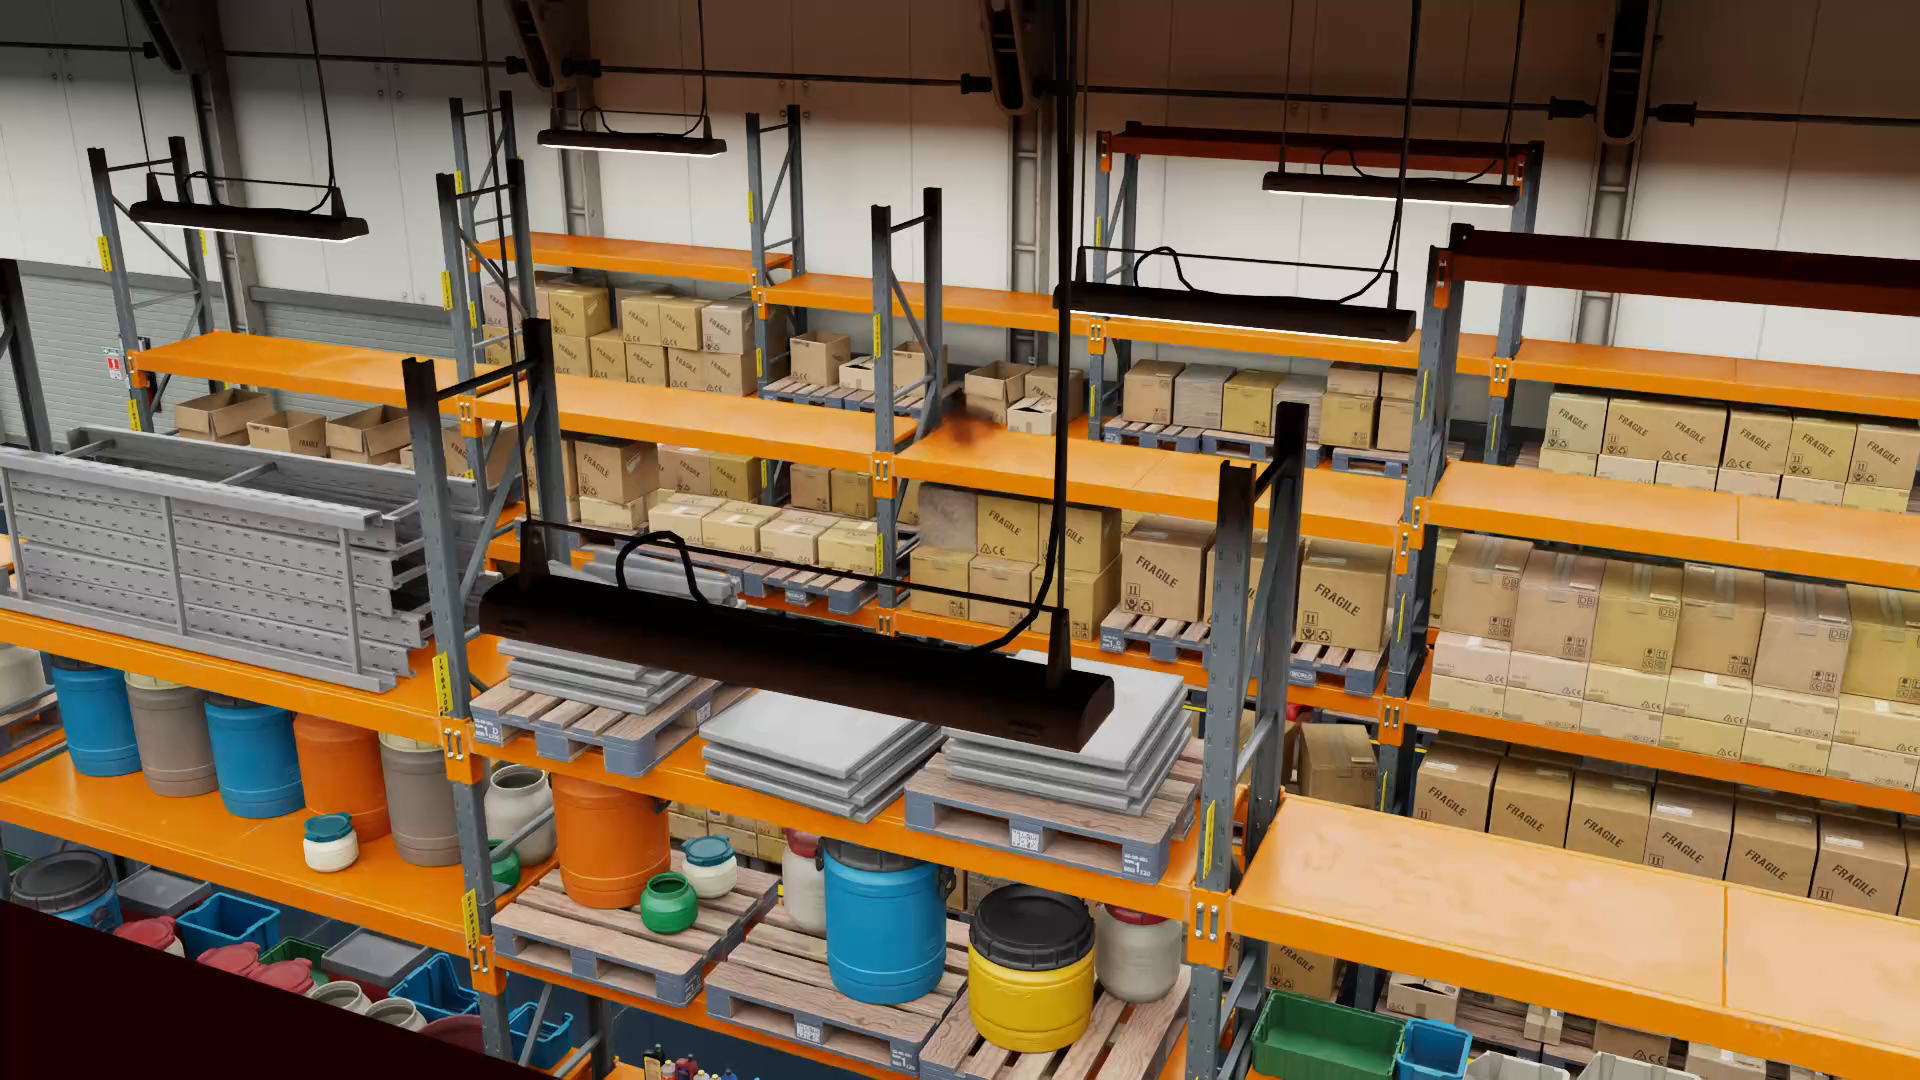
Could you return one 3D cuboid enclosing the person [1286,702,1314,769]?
[{"bbox_3d":[2.918,1.974,15.037,0.846,1.772,0.699,11,23,27],"label":"person"}]
